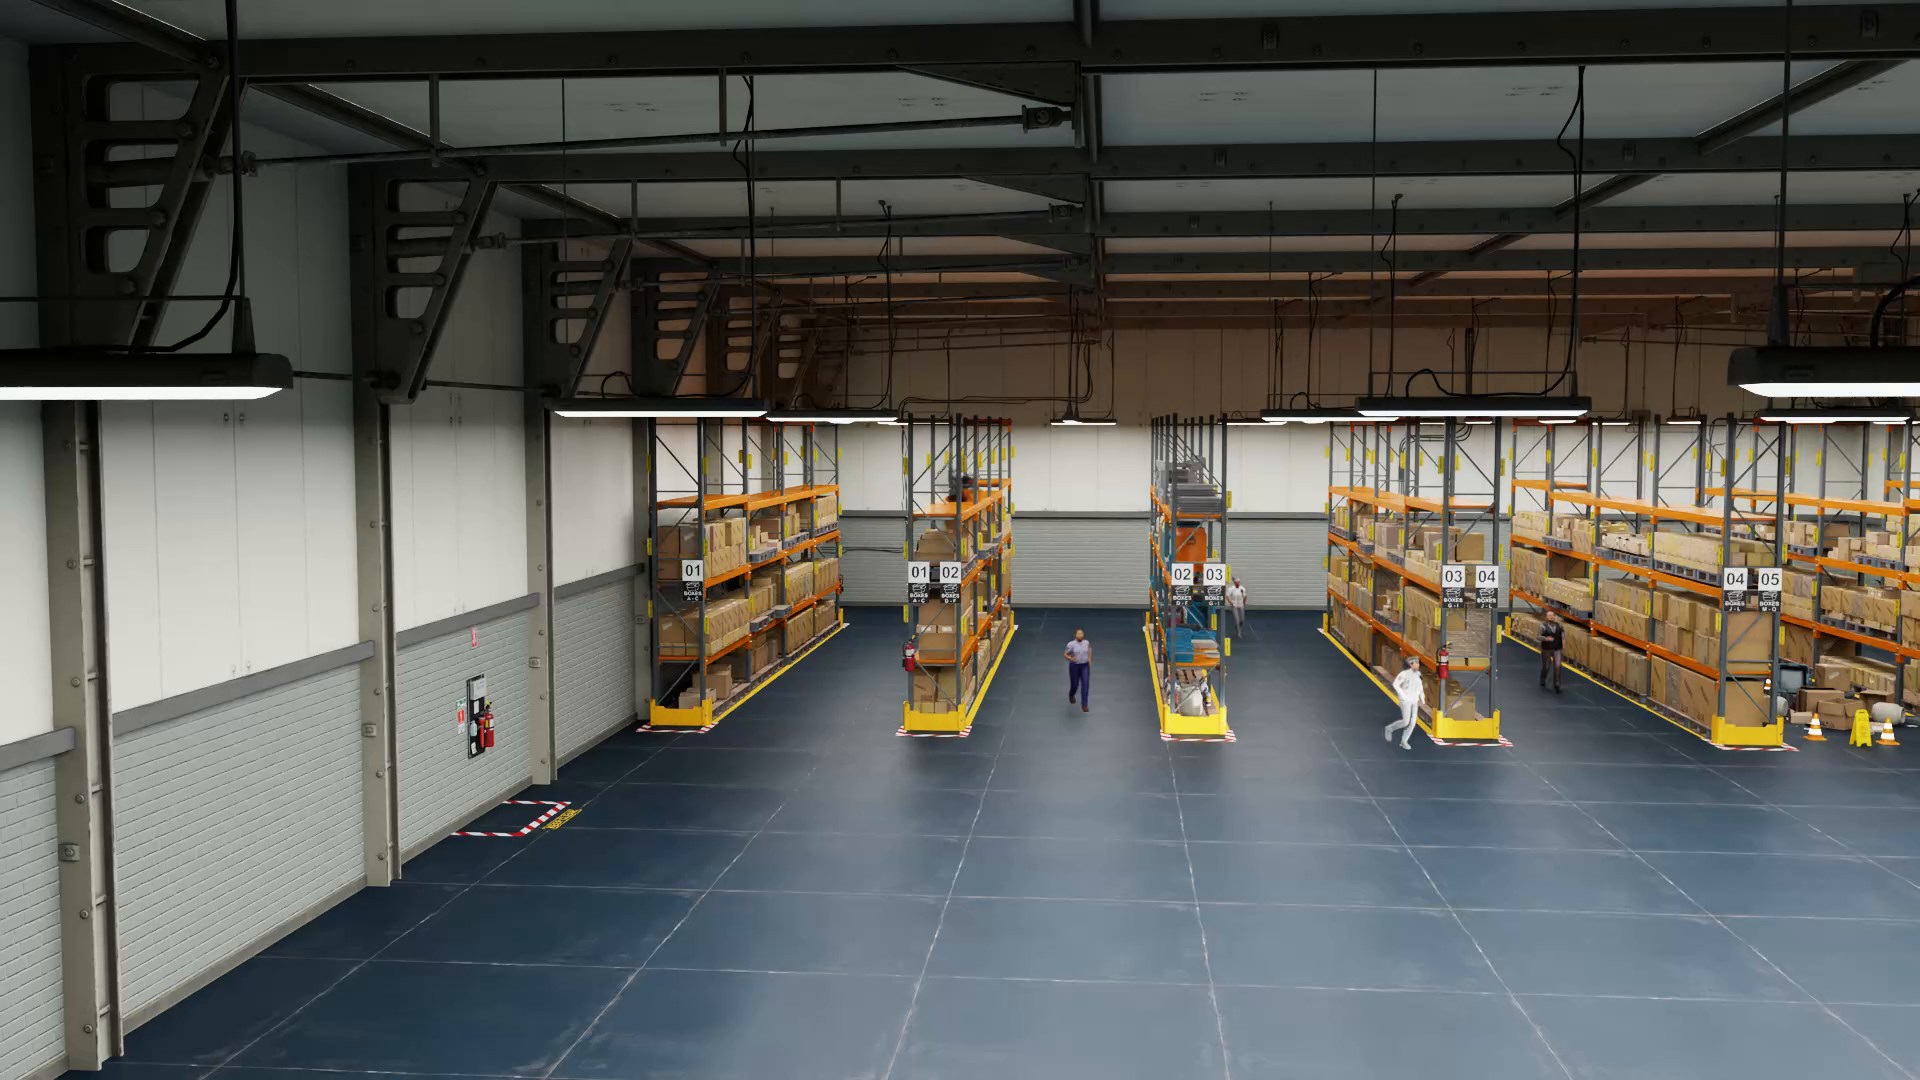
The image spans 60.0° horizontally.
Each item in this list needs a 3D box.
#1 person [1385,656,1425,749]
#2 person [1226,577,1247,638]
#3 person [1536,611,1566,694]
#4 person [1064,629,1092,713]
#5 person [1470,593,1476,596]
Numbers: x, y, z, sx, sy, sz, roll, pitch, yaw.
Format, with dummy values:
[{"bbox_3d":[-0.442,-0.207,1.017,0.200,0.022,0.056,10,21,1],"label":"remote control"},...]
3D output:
[{"bbox_3d":[8.083,2.896,30.005,0.673,1.662,0.562,-2,4,-30],"label":"person"},{"bbox_3d":[7.581,1.839,45.600,0.589,1.667,0.557,0,4,-3],"label":"person"},{"bbox_3d":[12.889,2.424,36.225,0.660,1.730,0.953,0,4,6],"label":"person"},{"bbox_3d":[2.409,2.628,33.728,0.612,1.631,0.929,-1,4,-9],"label":"person"},{"bbox_3d":[13.925,1.756,46.324,0.667,1.709,0.772,-3,5,-40],"label":"person"}]
